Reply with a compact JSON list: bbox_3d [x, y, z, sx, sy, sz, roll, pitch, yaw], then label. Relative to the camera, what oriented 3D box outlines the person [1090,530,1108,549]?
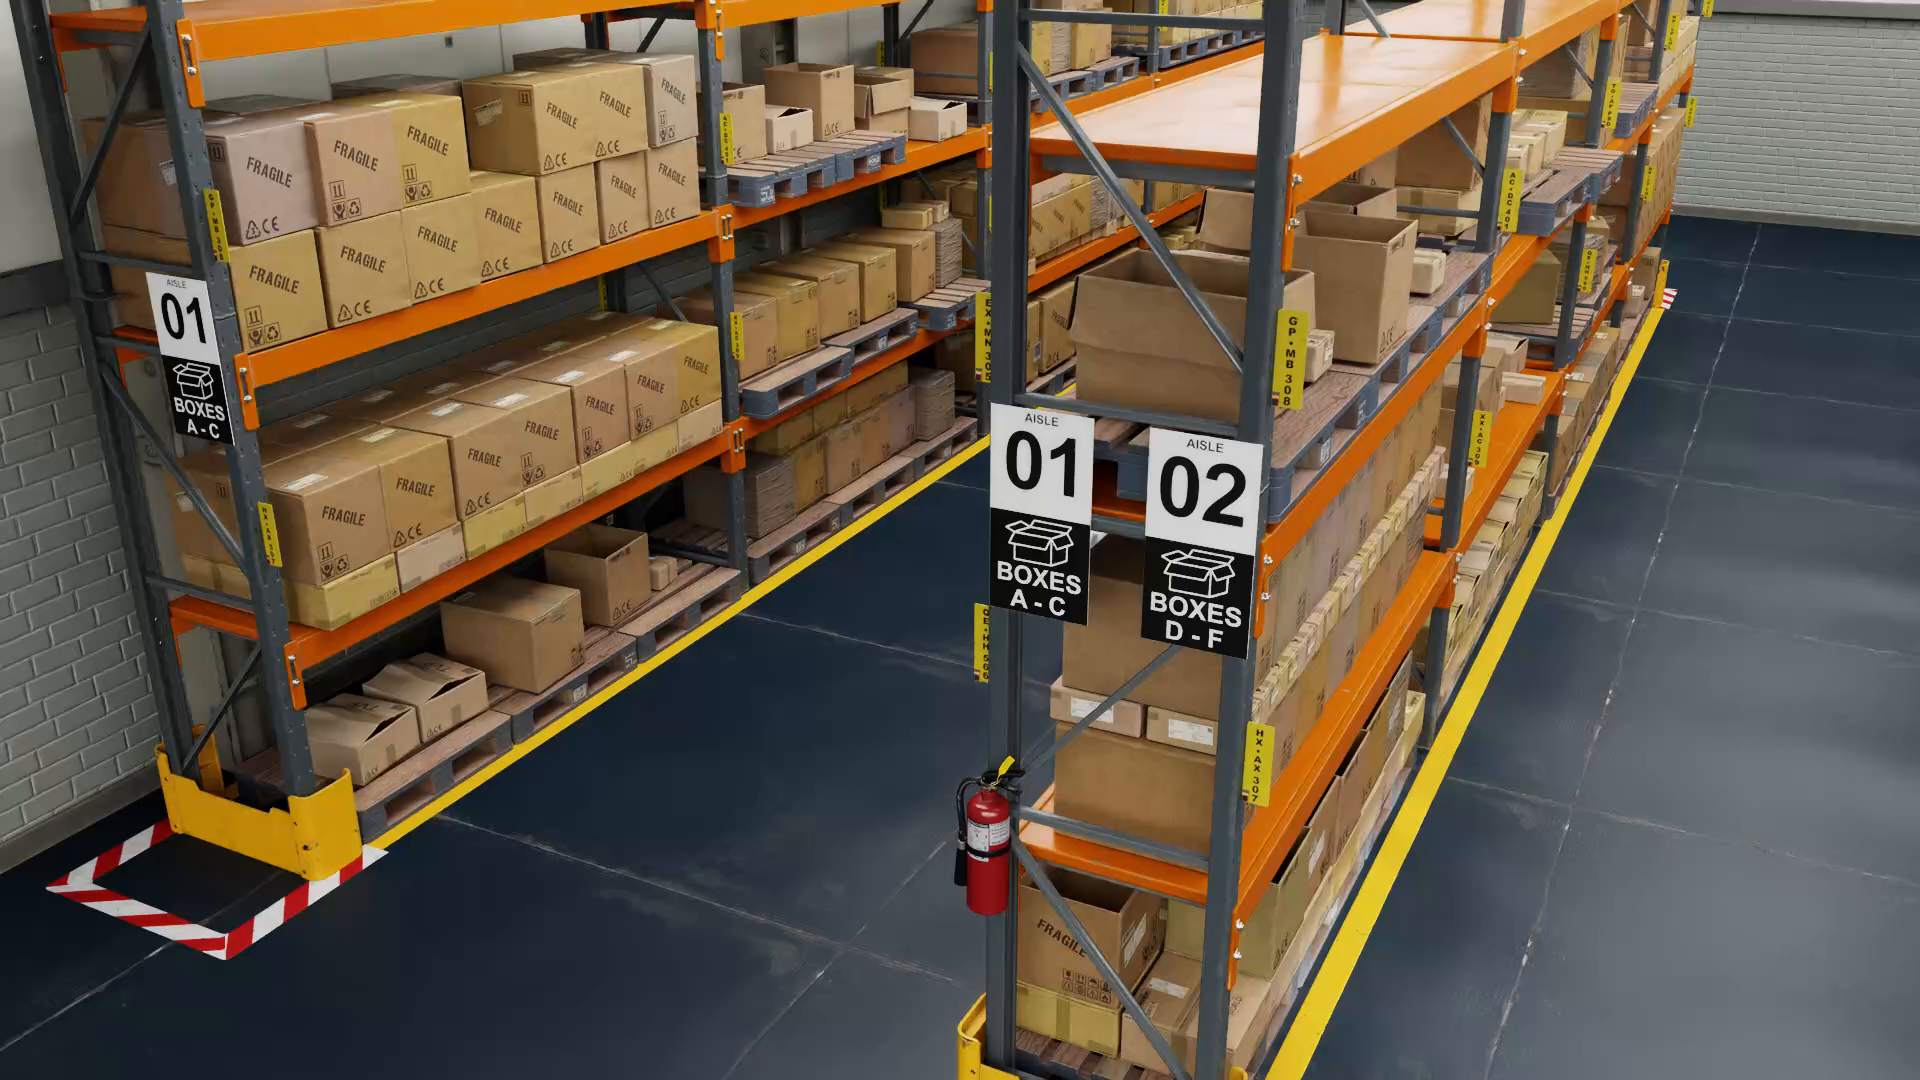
[{"bbox_3d":[1.085,-0.029,11.296,0.473,1.401,0.903,10,25,23],"label":"person"}]
